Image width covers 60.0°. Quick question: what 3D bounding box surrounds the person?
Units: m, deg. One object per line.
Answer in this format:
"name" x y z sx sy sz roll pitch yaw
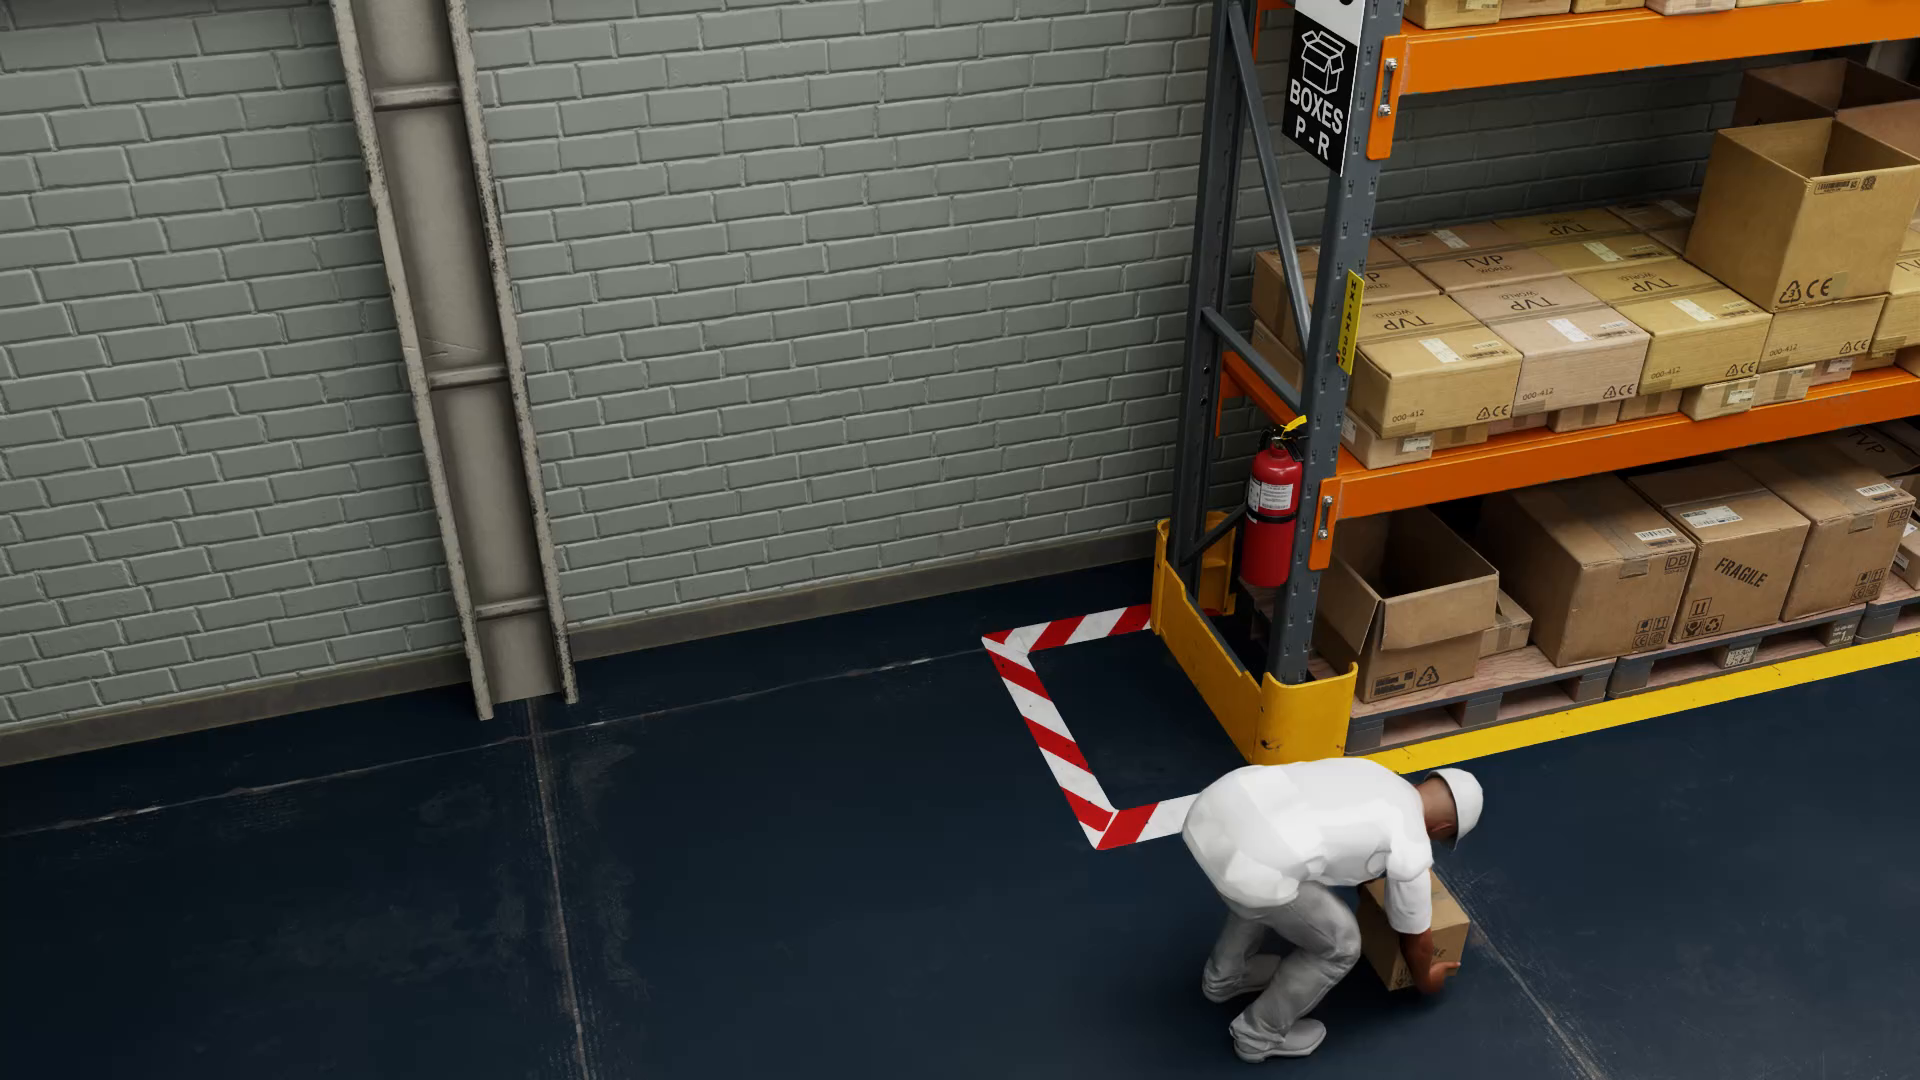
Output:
"person" 1.039 0.792 4.945 0.591 1.752 0.503 -10 35 -15
